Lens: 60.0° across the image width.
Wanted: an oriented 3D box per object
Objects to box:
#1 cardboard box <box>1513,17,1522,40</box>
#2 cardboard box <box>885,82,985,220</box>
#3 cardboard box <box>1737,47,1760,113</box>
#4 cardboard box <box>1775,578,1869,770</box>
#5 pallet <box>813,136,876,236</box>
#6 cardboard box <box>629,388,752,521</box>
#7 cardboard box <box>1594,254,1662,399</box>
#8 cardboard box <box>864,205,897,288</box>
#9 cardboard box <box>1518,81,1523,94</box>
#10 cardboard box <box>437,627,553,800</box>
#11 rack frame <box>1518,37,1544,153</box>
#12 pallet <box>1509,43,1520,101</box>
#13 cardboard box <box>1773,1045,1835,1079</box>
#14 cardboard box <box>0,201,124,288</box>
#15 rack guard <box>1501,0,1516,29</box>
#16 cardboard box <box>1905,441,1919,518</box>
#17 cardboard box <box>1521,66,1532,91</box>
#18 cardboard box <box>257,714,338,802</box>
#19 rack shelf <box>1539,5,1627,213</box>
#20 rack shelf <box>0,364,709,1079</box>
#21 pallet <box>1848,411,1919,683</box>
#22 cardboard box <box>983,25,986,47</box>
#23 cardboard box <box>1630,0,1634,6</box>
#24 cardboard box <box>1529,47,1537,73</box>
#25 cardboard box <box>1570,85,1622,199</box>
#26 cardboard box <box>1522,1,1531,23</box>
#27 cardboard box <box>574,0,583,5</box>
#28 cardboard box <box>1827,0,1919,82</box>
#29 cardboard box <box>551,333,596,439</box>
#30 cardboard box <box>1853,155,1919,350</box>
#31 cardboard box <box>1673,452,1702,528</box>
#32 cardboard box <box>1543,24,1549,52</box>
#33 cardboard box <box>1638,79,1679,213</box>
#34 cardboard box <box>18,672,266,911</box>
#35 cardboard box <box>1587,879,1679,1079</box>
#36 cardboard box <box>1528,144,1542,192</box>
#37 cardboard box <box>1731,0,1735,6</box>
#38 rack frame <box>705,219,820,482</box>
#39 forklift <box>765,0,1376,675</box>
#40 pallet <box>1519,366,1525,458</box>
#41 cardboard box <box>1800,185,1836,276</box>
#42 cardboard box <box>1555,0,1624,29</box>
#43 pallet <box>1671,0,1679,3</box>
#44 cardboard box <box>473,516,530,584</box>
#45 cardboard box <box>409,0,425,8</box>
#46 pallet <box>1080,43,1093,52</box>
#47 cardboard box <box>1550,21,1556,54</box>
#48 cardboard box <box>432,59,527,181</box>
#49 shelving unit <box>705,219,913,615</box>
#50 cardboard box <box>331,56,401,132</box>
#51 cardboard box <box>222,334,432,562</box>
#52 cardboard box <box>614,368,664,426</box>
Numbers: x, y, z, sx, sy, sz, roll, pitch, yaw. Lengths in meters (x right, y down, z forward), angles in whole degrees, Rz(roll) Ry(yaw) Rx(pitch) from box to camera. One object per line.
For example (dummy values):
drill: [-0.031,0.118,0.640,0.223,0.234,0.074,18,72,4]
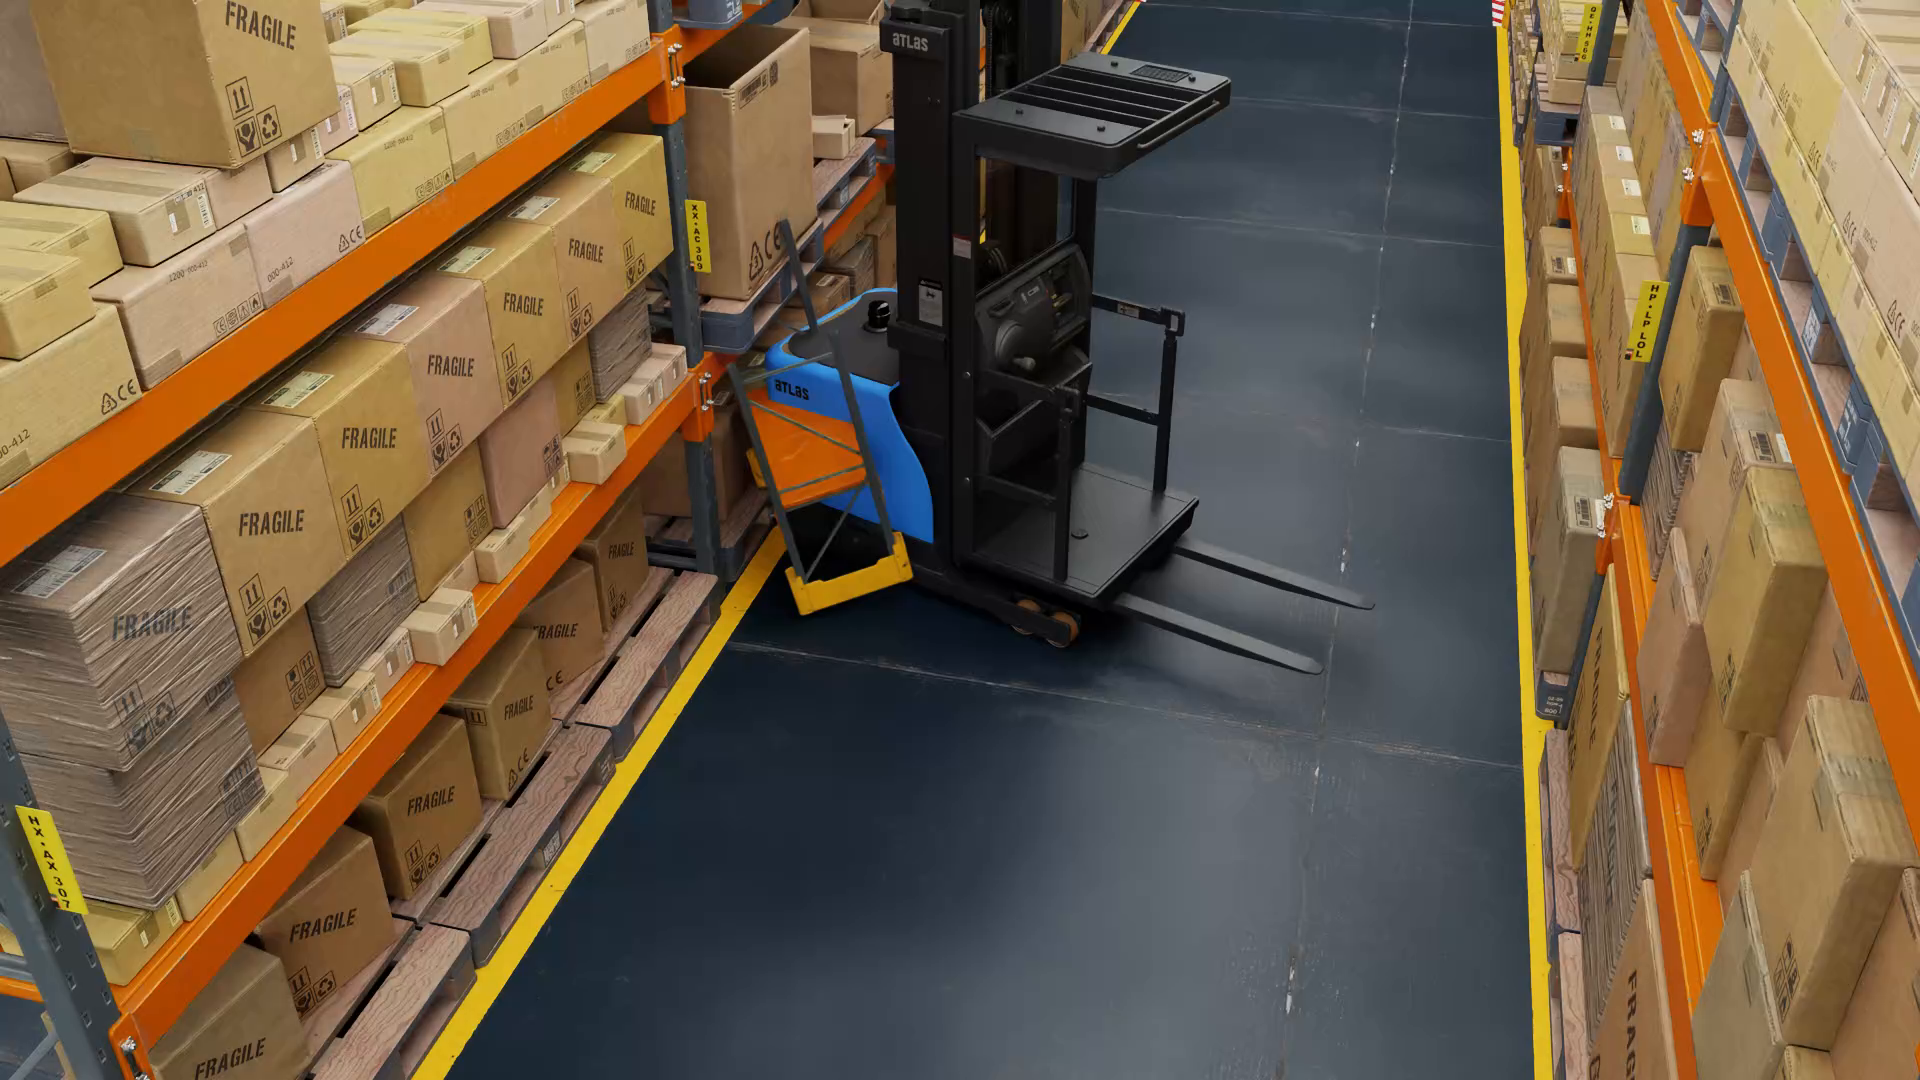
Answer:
cardboard box: [5.493,-4.873,15.885,0.380,0.149,0.250,8,33,13]
cardboard box: [-0.457,-2.734,11.843,1.225,0.875,0.875,7,33,10]
cardboard box: [2.620,-1.396,5.104,0.380,0.149,0.250,8,33,13]
cardboard box: [2.545,0.505,4.013,0.875,0.550,0.550,8,33,12]
pallet: [-1.115,-1.984,9.254,1.003,0.211,1.213,8,33,12]
cardboard box: [-1.490,-0.469,8.611,0.700,0.500,0.500,6,33,9]
cardboard box: [3.107,-0.906,7.286,0.500,0.500,0.500,8,33,12]
cardboard box: [-0.803,-1.878,10.828,0.700,0.500,0.500,6,33,10]
cardboard box: [5.057,-3.939,14.416,0.380,0.149,0.250,7,33,11]
cardboard box: [-2.027,0.689,6.809,0.500,0.500,0.500,5,33,8]
rack frame: [5.135,-4.446,12.947,1.000,3.000,0.127,8,33,12]
pallet: [5.579,-4.257,15.250,1.003,0.211,1.213,8,33,12]
cardboard box: [2.140,1.519,3.424,0.875,0.550,0.550,8,33,12]
cardboard box: [-2.284,-0.698,4.024,0.380,0.149,0.250,7,33,12]
rack guard: [6.131,-5.427,16.821,1.175,0.500,0.348,8,33,12]
cardboard box: [1.976,-0.081,3.035,0.380,0.149,0.250,9,33,13]
cardboard box: [4.964,-3.894,14.069,0.380,0.149,0.250,6,33,10]
cardboard box: [-2.176,0.657,5.155,0.380,0.149,0.250,8,33,12]
rack shelf: [4.628,-3.104,11.508,1.077,0.370,4.000,8,33,12]
rack shelf: [-2.174,0.319,6.122,1.077,0.370,4.000,8,33,12]
pallet: [2.268,0.166,2.979,1.003,0.211,1.213,8,33,12]
cardboard box: [-0.010,-3.890,11.979,0.500,0.500,0.500,7,33,12]
cardboard box: [5.032,-3.890,11.916,0.380,0.149,0.250,6,33,10]
cardboard box: [5.000,-4.029,14.003,0.380,0.149,0.250,8,33,13]
cardboard box: [3.745,-2.216,9.347,0.500,0.500,0.500,8,33,13]
cardboard box: [5.374,-4.835,15.272,0.380,0.149,0.250,9,33,13]
cardboard box: [-1.626,-2.059,6.165,0.380,0.149,0.250,8,33,13]
cardboard box: [2.362,-1.207,4.063,0.380,0.149,0.250,8,33,12]
cardboard box: [-2.002,-0.710,6.701,0.875,0.500,0.500,8,33,12]
cardboard box: [2.200,-0.578,3.445,0.500,0.250,0.500,8,33,12]
cardboard box: [2.905,0.124,5.619,0.875,0.550,0.550,8,33,12]
cardboard box: [4.064,-3.291,10.973,0.380,0.149,0.250,7,33,10]
cardboard box: [3.612,-1.808,7.773,0.700,0.500,0.500,8,33,12]
cardboard box: [-2.516,0.604,4.633,0.875,0.500,0.500,8,33,12]
cardboard box: [2.419,1.683,4.896,0.875,0.875,0.875,8,33,12]
cardboard box: [4.439,-2.672,12.096,0.500,0.500,0.500,9,33,13]
cardboard box: [3.130,-2.105,6.124,0.500,0.250,0.500,8,33,13]
rack frame: [-0.925,-0.901,8.394,0.500,1.500,0.032,-19,42,-6]
forklift: [0.523,-1.050,7.670,3.031,2.935,1.130,20,37,28]
pallet: [3.847,-0.795,9.803,1.003,0.211,1.213,8,33,12]
cardboard box: [2.298,-0.742,4.074,0.380,0.149,0.250,8,33,13]
cardboard box: [3.933,-3.275,10.394,0.380,0.149,0.250,9,34,14]
pallet: [3.727,-2.634,7.478,1.003,0.211,1.213,10,34,15]
cardboard box: [-1.832,0.012,6.170,0.380,0.149,0.250,8,33,12]
cardboard box: [-2.139,-1.980,6.042,0.380,0.149,0.250,8,33,13]
pallet: [0.632,-4.381,15.444,1.003,0.211,1.213,8,33,12]
cardboard box: [3.935,-3.161,10.492,0.380,0.149,0.250,9,33,14]
cardboard box: [-1.797,-1.418,5.528,0.500,0.250,0.500,8,33,12]
shelving unit: [-0.783,-0.595,8.026,0.587,1.500,1.083,-19,42,-6]
cardboard box: [-1.953,-1.373,5.085,0.380,0.149,0.250,7,33,11]
cardboard box: [-2.020,-0.303,5.128,0.500,0.500,0.500,8,33,12]
cardboard box: [-1.510,-0.636,7.189,0.380,0.149,0.250,8,33,12]
